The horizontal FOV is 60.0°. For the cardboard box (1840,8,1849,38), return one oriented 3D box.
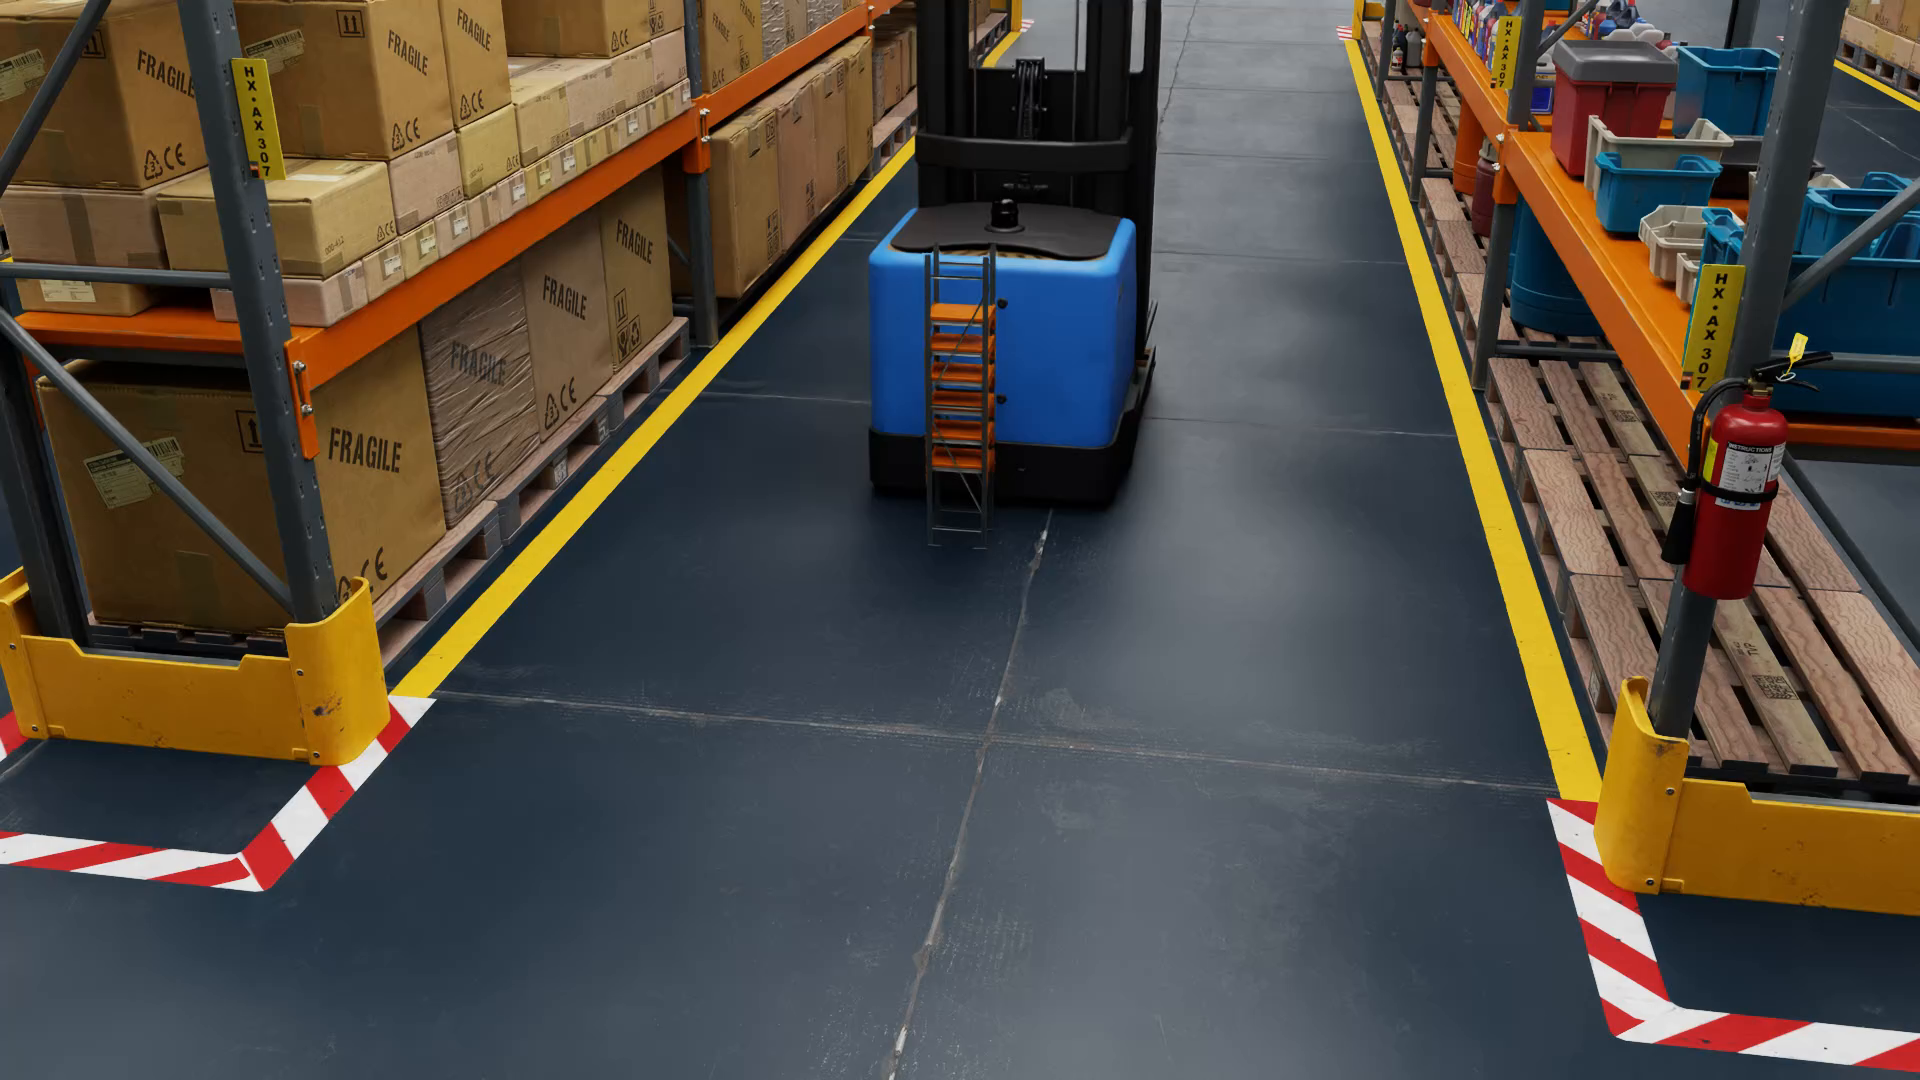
[{"bbox_3d":[9.613,-5.504,17.718,0.500,0.250,0.500,4,25,9],"label":"cardboard box"}]

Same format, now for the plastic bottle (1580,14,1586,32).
[{"bbox_3d":[4.007,-3.334,10.569,0.097,0.201,0.097,0,25,0],"label":"plastic bottle"}]

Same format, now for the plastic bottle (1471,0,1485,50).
[{"bbox_3d":[3.103,-3.075,9.919,0.061,0.283,0.133,4,25,9],"label":"plastic bottle"}]

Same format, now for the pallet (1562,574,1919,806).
[{"bbox_3d":[2.592,0.500,5.433,1.003,0.211,1.213,4,25,9],"label":"pallet"}]

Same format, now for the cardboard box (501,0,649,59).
[{"bbox_3d":[-1.711,-2.423,7.330,0.500,0.500,0.500,4,25,9],"label":"cardboard box"}]

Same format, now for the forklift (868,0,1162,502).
[{"bbox_3d":[0.394,-2.085,7.747,1.130,2.935,3.031,5,25,10],"label":"forklift"}]

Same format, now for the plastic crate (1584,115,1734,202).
[{"bbox_3d":[2.642,-1.441,6.360,0.437,0.282,0.530,4,25,9],"label":"plastic crate"}]

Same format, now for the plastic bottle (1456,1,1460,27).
[{"bbox_3d":[3.275,-3.431,10.775,0.097,0.201,0.097,0,25,0],"label":"plastic bottle"}]

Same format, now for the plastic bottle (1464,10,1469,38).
[{"bbox_3d":[3.194,-3.222,10.330,0.097,0.201,0.097,0,25,0],"label":"plastic bottle"}]

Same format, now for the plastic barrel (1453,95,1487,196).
[{"bbox_3d":[3.663,-2.768,11.190,0.600,0.830,0.708,4,25,9],"label":"plastic barrel"}]

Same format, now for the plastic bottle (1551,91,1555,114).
[{"bbox_3d":[2.944,-2.190,8.125,0.097,0.201,0.097,0,25,0],"label":"plastic bottle"}]

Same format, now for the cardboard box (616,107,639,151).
[{"bbox_3d":[-1.666,-1.850,7.461,0.380,0.149,0.250,4,25,9],"label":"cardboard box"}]

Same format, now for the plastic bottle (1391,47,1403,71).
[{"bbox_3d":[4.132,-4.545,15.703,0.097,0.201,0.097,0,25,0],"label":"plastic bottle"}]

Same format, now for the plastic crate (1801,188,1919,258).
[{"bbox_3d":[2.999,-1.003,5.481,0.416,0.233,0.300,4,25,9],"label":"plastic crate"}]

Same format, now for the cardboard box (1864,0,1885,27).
[{"bbox_3d":[9.464,-5.424,16.663,0.500,0.500,0.500,4,25,9],"label":"cardboard box"}]

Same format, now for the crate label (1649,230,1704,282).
[{"bbox_3d":[2.457,-0.920,5.418,0.396,0.136,0.243,4,25,9],"label":"crate label"}]

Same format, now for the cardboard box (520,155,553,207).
[{"bbox_3d":[-1.834,-1.419,6.540,0.380,0.149,0.250,3,25,7],"label":"cardboard box"}]

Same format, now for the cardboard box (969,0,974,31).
[{"bbox_3d":[-0.156,-5.741,17.929,0.500,0.500,0.500,6,26,13],"label":"cardboard box"}]

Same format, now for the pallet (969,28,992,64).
[{"bbox_3d":[-0.234,-5.315,17.855,1.003,0.211,1.213,4,25,9],"label":"pallet"}]

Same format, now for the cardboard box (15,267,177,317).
[{"bbox_3d":[-2.734,-0.822,5.264,0.380,0.149,0.250,5,25,10],"label":"cardboard box"}]

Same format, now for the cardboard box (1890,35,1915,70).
[{"bbox_3d":[9.285,-4.667,15.931,0.500,0.250,0.500,4,25,9],"label":"cardboard box"}]

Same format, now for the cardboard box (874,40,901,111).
[{"bbox_3d":[-0.906,-3.929,14.035,0.700,0.500,0.500,6,26,13],"label":"cardboard box"}]

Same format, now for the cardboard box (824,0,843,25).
[{"bbox_3d":[-1.083,-3.723,11.048,0.500,0.500,0.500,4,25,8],"label":"cardboard box"}]

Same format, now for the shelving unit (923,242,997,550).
[{"bbox_3d":[0.002,-0.549,6.509,0.258,1.200,0.189,4,25,9],"label":"shelving unit"}]

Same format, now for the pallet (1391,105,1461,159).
[{"bbox_3d":[4.093,-3.334,13.623,1.003,0.211,1.213,4,25,9],"label":"pallet"}]

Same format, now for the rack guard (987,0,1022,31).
[{"bbox_3d":[0.135,-6.292,19.602,1.175,0.500,0.348,4,25,9],"label":"rack guard"}]

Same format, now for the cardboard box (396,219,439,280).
[{"bbox_3d":[-2.002,-0.990,5.623,0.380,0.149,0.250,3,25,7],"label":"cardboard box"}]

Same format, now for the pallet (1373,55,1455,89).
[{"bbox_3d":[4.531,-4.455,16.018,1.003,0.211,1.213,4,25,9],"label":"pallet"}]

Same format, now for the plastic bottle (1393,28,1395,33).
[{"bbox_3d":[4.218,-4.849,16.256,0.061,0.283,0.133,6,26,12],"label":"plastic bottle"}]

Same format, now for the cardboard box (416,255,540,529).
[{"bbox_3d":[-2.293,-0.645,6.602,0.875,0.875,0.875,4,25,9],"label":"cardboard box"}]

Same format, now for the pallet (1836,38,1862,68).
[{"bbox_3d":[9.836,-5.182,17.572,1.003,0.211,1.213,4,25,9],"label":"pallet"}]

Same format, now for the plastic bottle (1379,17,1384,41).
[{"bbox_3d":[4.430,-5.339,17.318,0.097,0.271,0.097,0,25,0],"label":"plastic bottle"}]

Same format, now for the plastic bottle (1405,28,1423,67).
[{"bbox_3d":[4.343,-4.718,15.898,0.144,0.351,0.185,4,25,9],"label":"plastic bottle"}]

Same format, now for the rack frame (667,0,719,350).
[{"bbox_3d":[-1.814,-2.437,8.417,1.000,3.000,0.127,4,25,9],"label":"rack frame"}]

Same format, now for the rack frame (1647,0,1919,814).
[{"bbox_3d":[2.419,-0.421,4.110,1.000,3.000,0.127,4,25,9],"label":"rack frame"}]

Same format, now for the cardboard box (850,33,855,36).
[{"bbox_3d":[-1.080,-3.799,12.872,0.500,0.250,0.500,5,26,11],"label":"cardboard box"}]

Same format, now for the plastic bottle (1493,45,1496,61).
[{"bbox_3d":[2.982,-2.645,9.008,0.152,0.276,0.135,4,25,9],"label":"plastic bottle"}]

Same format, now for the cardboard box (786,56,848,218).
[{"bbox_3d":[-1.446,-2.678,10.944,1.225,0.875,0.875,4,25,9],"label":"cardboard box"}]

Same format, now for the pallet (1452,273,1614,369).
[{"bbox_3d":[3.240,-1.150,8.959,1.003,0.211,1.213,4,25,9],"label":"pallet"}]

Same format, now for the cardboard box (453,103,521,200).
[{"bbox_3d":[-1.958,-1.440,6.115,0.500,0.250,0.500,3,25,7],"label":"cardboard box"}]

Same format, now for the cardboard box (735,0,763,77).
[{"bbox_3d":[-1.410,-2.867,9.220,0.500,0.500,0.500,4,25,9],"label":"cardboard box"}]

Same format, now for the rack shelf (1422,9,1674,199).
[{"bbox_3d":[3.400,-2.604,9.624,1.077,0.370,4.000,4,25,9],"label":"rack shelf"}]

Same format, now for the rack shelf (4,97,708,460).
[{"bbox_3d":[-2.140,-1.274,6.783,1.077,0.370,4.000,4,25,9],"label":"rack shelf"}]

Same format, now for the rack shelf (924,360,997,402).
[{"bbox_3d":[0.002,-0.618,6.477,0.258,0.103,0.180,4,25,9],"label":"rack shelf"}]

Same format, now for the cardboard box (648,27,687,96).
[{"bbox_3d":[-1.627,-2.301,7.953,0.500,0.250,0.500,4,25,8],"label":"cardboard box"}]

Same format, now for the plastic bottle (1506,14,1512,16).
[{"bbox_3d":[3.094,-2.841,9.434,0.097,0.271,0.097,0,25,0],"label":"plastic bottle"}]

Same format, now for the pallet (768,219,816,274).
[{"bbox_3d":[-1.565,-2.013,10.803,1.003,0.211,1.213,4,25,9],"label":"pallet"}]

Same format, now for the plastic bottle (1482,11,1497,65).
[{"bbox_3d":[3.013,-2.845,9.427,0.061,0.283,0.133,4,25,9],"label":"plastic bottle"}]

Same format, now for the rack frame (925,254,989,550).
[{"bbox_3d":[-0.013,-0.511,6.427,0.240,1.200,0.006,4,25,9],"label":"rack frame"}]

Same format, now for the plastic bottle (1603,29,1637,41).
[{"bbox_3d":[3.526,-2.602,8.918,0.152,0.276,0.135,4,25,9],"label":"plastic bottle"}]

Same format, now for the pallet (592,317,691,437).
[{"bbox_3d":[-2.015,-0.861,8.341,1.003,0.211,1.213,4,25,9],"label":"pallet"}]

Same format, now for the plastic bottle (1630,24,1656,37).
[{"bbox_3d":[3.714,-2.689,9.102,0.152,0.276,0.135,4,25,9],"label":"plastic bottle"}]
